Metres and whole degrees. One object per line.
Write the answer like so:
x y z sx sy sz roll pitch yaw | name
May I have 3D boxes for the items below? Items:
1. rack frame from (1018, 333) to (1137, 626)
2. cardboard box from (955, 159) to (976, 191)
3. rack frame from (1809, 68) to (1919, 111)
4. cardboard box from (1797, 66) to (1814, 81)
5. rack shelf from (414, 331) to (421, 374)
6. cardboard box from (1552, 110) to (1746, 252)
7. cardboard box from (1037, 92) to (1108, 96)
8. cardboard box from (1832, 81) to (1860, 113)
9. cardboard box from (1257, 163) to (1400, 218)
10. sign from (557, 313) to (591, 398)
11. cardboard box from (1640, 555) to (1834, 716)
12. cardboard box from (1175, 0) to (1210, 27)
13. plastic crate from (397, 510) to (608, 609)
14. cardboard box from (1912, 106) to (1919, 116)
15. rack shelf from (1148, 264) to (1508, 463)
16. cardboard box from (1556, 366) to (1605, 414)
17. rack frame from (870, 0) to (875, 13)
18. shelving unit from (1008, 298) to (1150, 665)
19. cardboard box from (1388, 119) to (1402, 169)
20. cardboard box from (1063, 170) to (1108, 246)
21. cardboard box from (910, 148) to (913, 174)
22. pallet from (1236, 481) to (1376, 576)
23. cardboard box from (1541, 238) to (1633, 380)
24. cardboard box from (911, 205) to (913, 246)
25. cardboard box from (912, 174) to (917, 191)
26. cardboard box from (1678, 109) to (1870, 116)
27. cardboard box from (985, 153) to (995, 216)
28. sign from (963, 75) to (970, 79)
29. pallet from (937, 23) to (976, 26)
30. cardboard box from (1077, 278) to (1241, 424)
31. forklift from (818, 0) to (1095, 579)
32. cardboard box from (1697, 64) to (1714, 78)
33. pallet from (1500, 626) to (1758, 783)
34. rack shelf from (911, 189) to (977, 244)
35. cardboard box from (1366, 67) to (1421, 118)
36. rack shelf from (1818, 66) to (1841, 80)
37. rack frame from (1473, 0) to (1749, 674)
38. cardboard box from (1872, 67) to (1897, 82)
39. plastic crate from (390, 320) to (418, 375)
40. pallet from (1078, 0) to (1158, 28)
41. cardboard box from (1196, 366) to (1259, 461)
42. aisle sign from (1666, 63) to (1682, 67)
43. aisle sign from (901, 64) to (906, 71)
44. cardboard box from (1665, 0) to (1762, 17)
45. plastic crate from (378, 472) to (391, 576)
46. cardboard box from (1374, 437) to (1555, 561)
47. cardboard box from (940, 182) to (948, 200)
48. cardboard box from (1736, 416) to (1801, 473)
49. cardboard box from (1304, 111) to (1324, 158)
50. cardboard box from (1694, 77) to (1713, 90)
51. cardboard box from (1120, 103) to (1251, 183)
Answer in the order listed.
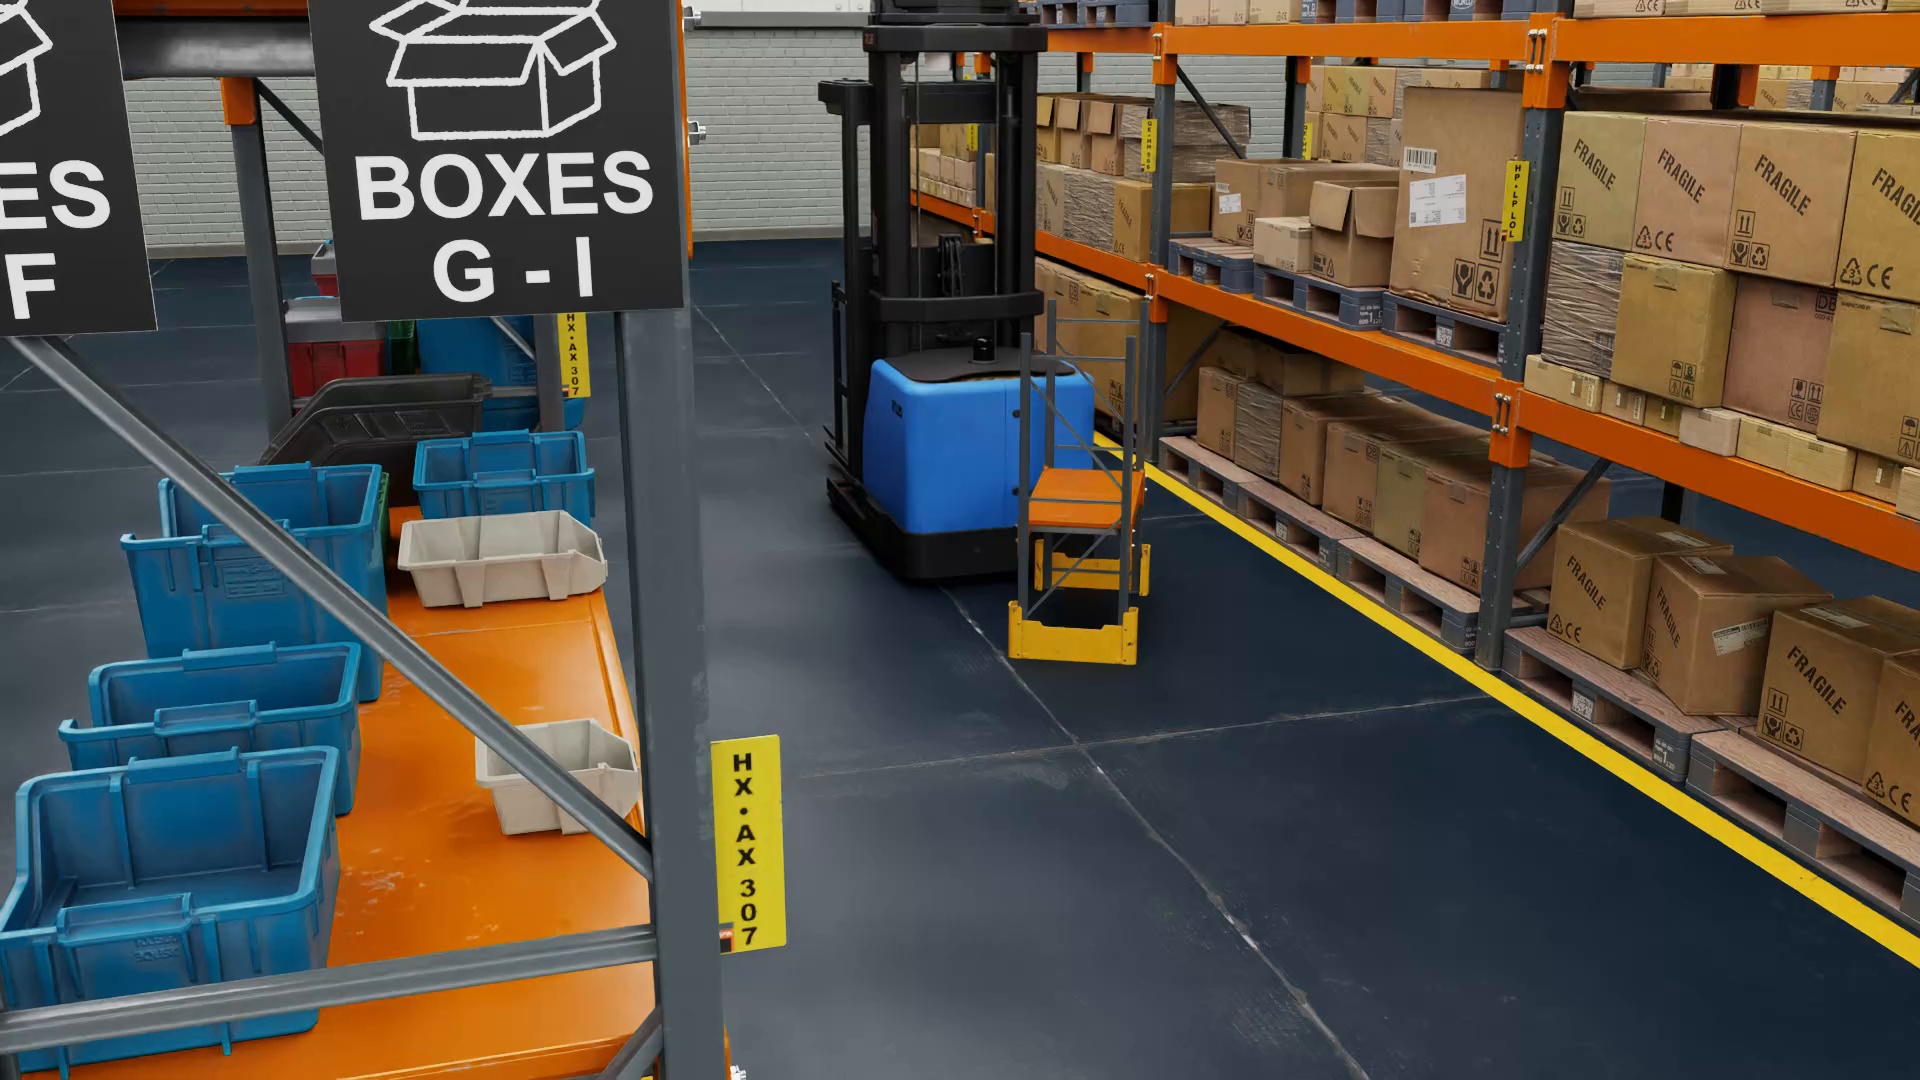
0.512 -0.169 7.408 0.500 1.500 0.032 3 17 9 | rack frame
0.263 -3.279 14.898 0.500 0.250 0.500 -5 17 -16 | cardboard box
6.532 -2.365 12.111 1.000 3.000 0.127 -5 17 -15 | rack frame
9.483 -5.147 18.332 0.380 0.149 0.250 -5 17 -16 | cardboard box
-2.477 -0.711 7.857 1.077 0.370 4.000 -5 17 -15 | rack shelf
2.714 -1.419 6.533 0.500 0.500 0.500 -5 17 -15 | cardboard box
0.820 -3.459 13.837 0.797 0.503 0.637 -5 17 -17 | cardboard box
9.638 -4.667 17.863 0.500 0.500 0.500 -5 17 -16 | cardboard box
2.172 -1.957 9.849 0.700 0.500 0.500 -2 17 -7 | cardboard box
-1.395 -0.676 6.006 0.100 0.325 0.005 -5 17 -15 | sign
3.071 0.373 6.610 0.500 0.500 0.500 1 17 2 | cardboard box
1.620 -3.215 9.989 0.500 0.250 0.500 -4 17 -14 | cardboard box
-1.238 0.053 4.521 0.530 0.136 0.437 -5 17 -15 | plastic crate
6.786 -2.627 11.071 0.700 0.500 0.500 -5 17 -16 | cardboard box
2.285 -1.103 9.160 1.077 0.370 4.000 -5 17 -15 | rack shelf
2.661 -0.621 6.740 0.380 0.149 0.250 -5 17 -15 | cardboard box
-0.463 -7.087 17.402 1.000 3.000 0.127 -5 17 -15 | rack frame
0.597 -0.316 7.897 0.587 1.500 1.083 3 17 9 | shelving unit
4.751 -4.055 17.045 0.500 0.500 0.500 -5 17 -16 | cardboard box
1.084 -2.447 12.211 0.500 0.500 0.500 -5 18 -17 | cardboard box
-0.307 -3.848 16.790 0.500 0.250 0.500 -5 18 -17 | cardboard box
2.281 -0.112 9.458 1.003 0.211 1.213 -5 17 -15 | pallet
2.899 -0.955 6.727 0.875 0.500 0.500 -5 17 -15 | cardboard box
-0.210 -3.226 17.942 0.875 0.875 0.875 -5 17 -15 | cardboard box
-0.259 -3.544 16.472 0.380 0.149 0.250 -5 17 -17 | cardboard box
3.223 -1.461 6.672 0.500 0.500 0.500 -5 17 -15 | cardboard box
0.522 -3.008 14.078 0.500 0.500 0.500 -5 17 -15 | cardboard box
0.063 -4.921 18.195 0.100 0.325 0.005 -5 17 -15 | sign
0.422 -4.728 14.919 1.003 0.211 1.213 -5 17 -15 | pallet
1.566 -1.377 11.785 1.225 0.875 0.875 -6 18 -18 | cardboard box
-0.183 -1.587 9.641 1.130 2.935 3.031 -5 17 -15 | forklift
8.998 -5.567 19.730 0.380 0.149 0.250 -4 17 -14 | cardboard box
3.053 0.624 7.007 1.003 0.211 1.213 -5 17 -15 | pallet
0.087 -3.316 16.527 1.077 0.370 4.000 -5 17 -15 | rack shelf
4.612 -4.676 17.377 0.500 0.500 0.500 -5 18 -17 | cardboard box
7.082 -2.904 9.941 1.077 0.370 4.000 -5 17 -15 | rack shelf
2.835 -0.894 7.215 1.000 3.000 0.127 -5 17 -15 | rack frame
9.806 -4.870 17.410 0.380 0.149 0.250 -4 17 -14 | cardboard box
-2.677 -0.861 7.471 0.450 0.188 0.662 -5 17 -15 | plastic crate
1.508 -3.521 11.073 1.213 0.211 1.003 -4 17 -13 | pallet
1.939 -0.830 10.583 0.700 0.500 0.500 -6 18 -18 | cardboard box
8.767 -6.239 20.490 0.394 0.787 0.004 -5 17 -15 | aisle sign
-0.771 -5.455 17.879 0.394 0.787 0.004 -5 17 -15 | aisle sign
2.862 -1.968 5.837 0.500 0.250 0.500 -5 17 -16 | cardboard box
-1.826 -0.003 4.618 0.450 0.188 0.662 -5 17 -15 | plastic crate
2.574 -0.213 8.527 0.700 0.500 0.500 -5 17 -16 | cardboard box
0.026 -3.259 15.523 0.380 0.149 0.250 -4 17 -14 | cardboard box
2.972 -0.347 5.829 0.380 0.149 0.250 -5 17 -15 | cardboard box
4.192 -4.622 18.934 0.500 0.500 0.500 -4 17 -13 | cardboard box
9.072 -5.226 19.724 0.500 0.500 0.500 -5 17 -17 | cardboard box
1.550 -2.733 11.417 0.797 0.503 0.637 -4 17 -13 | cardboard box
